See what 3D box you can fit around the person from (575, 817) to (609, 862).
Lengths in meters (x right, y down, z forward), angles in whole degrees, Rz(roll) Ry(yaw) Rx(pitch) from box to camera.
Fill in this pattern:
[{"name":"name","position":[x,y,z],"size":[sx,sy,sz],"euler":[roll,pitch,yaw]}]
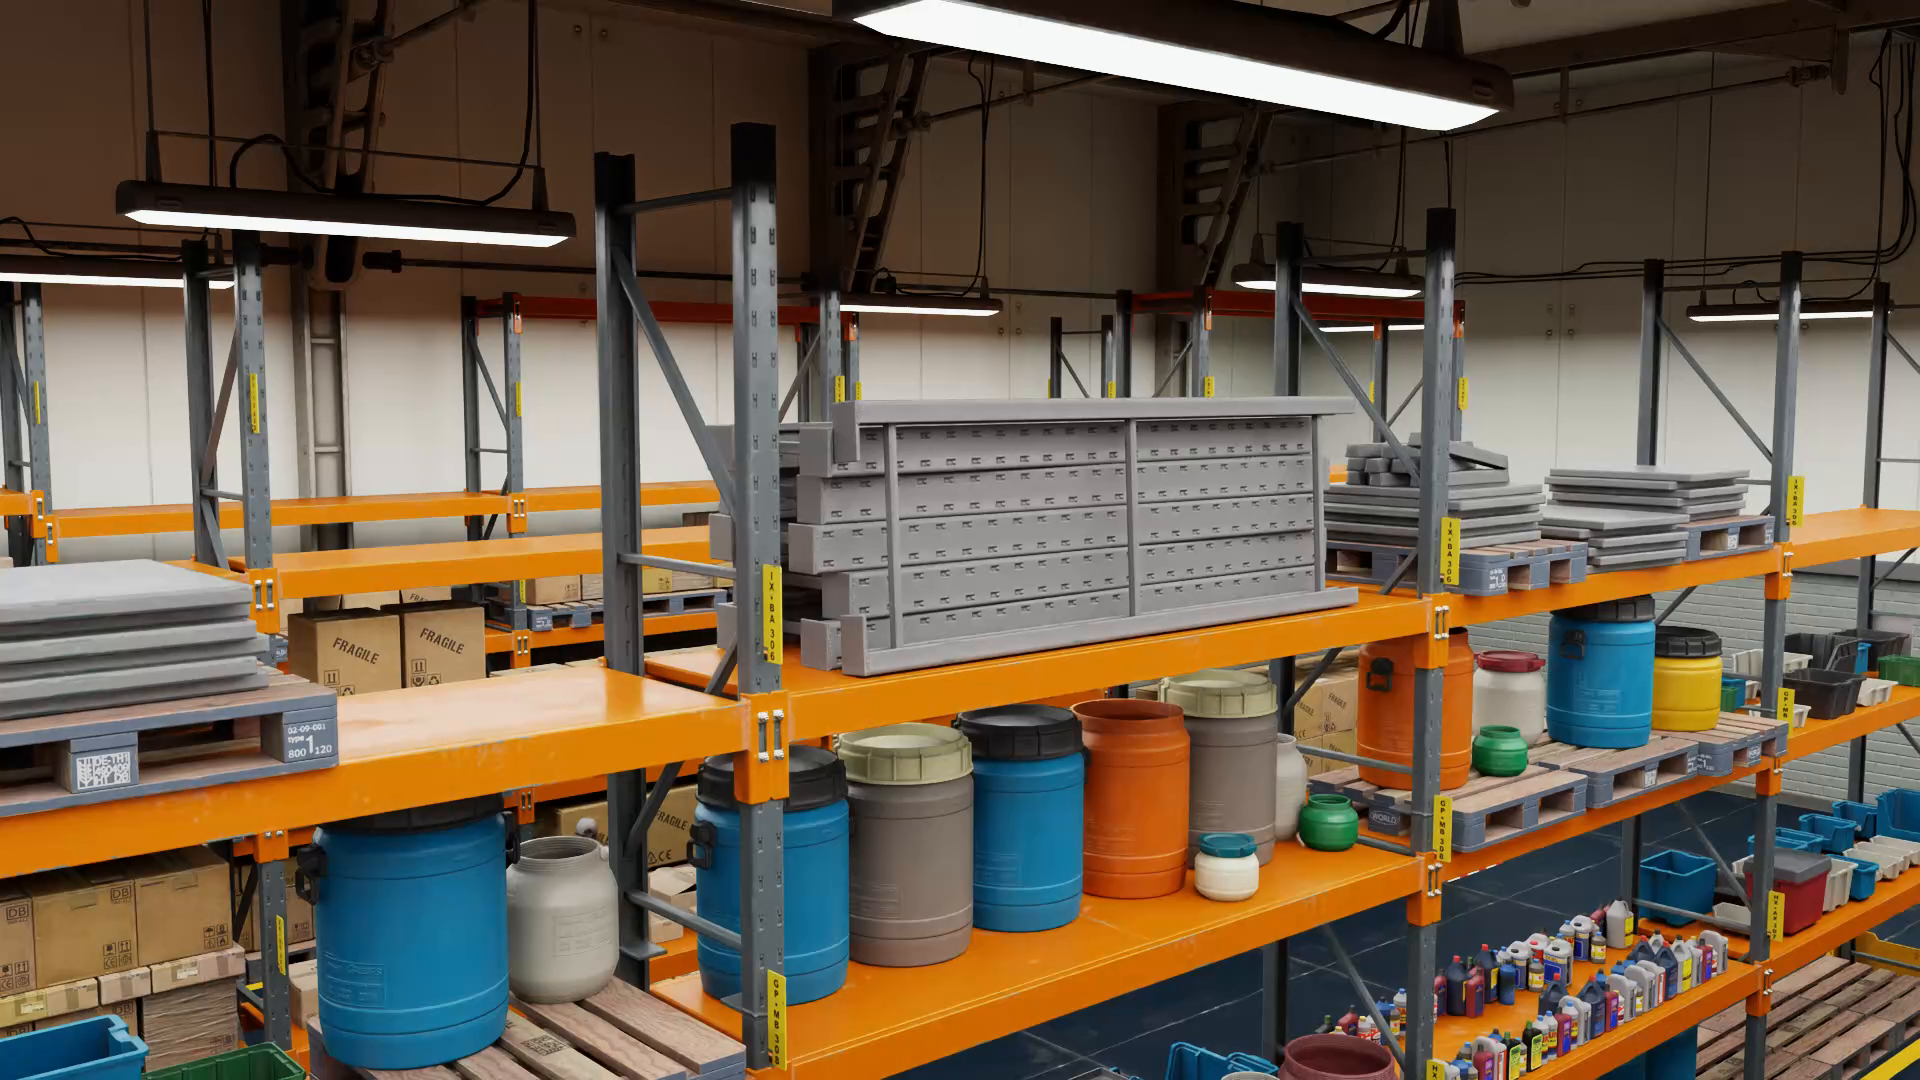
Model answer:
[{"name":"person","position":[-2.990,3.062,13.442],"size":[0.428,1.669,0.519],"euler":[5,7,42]}]
